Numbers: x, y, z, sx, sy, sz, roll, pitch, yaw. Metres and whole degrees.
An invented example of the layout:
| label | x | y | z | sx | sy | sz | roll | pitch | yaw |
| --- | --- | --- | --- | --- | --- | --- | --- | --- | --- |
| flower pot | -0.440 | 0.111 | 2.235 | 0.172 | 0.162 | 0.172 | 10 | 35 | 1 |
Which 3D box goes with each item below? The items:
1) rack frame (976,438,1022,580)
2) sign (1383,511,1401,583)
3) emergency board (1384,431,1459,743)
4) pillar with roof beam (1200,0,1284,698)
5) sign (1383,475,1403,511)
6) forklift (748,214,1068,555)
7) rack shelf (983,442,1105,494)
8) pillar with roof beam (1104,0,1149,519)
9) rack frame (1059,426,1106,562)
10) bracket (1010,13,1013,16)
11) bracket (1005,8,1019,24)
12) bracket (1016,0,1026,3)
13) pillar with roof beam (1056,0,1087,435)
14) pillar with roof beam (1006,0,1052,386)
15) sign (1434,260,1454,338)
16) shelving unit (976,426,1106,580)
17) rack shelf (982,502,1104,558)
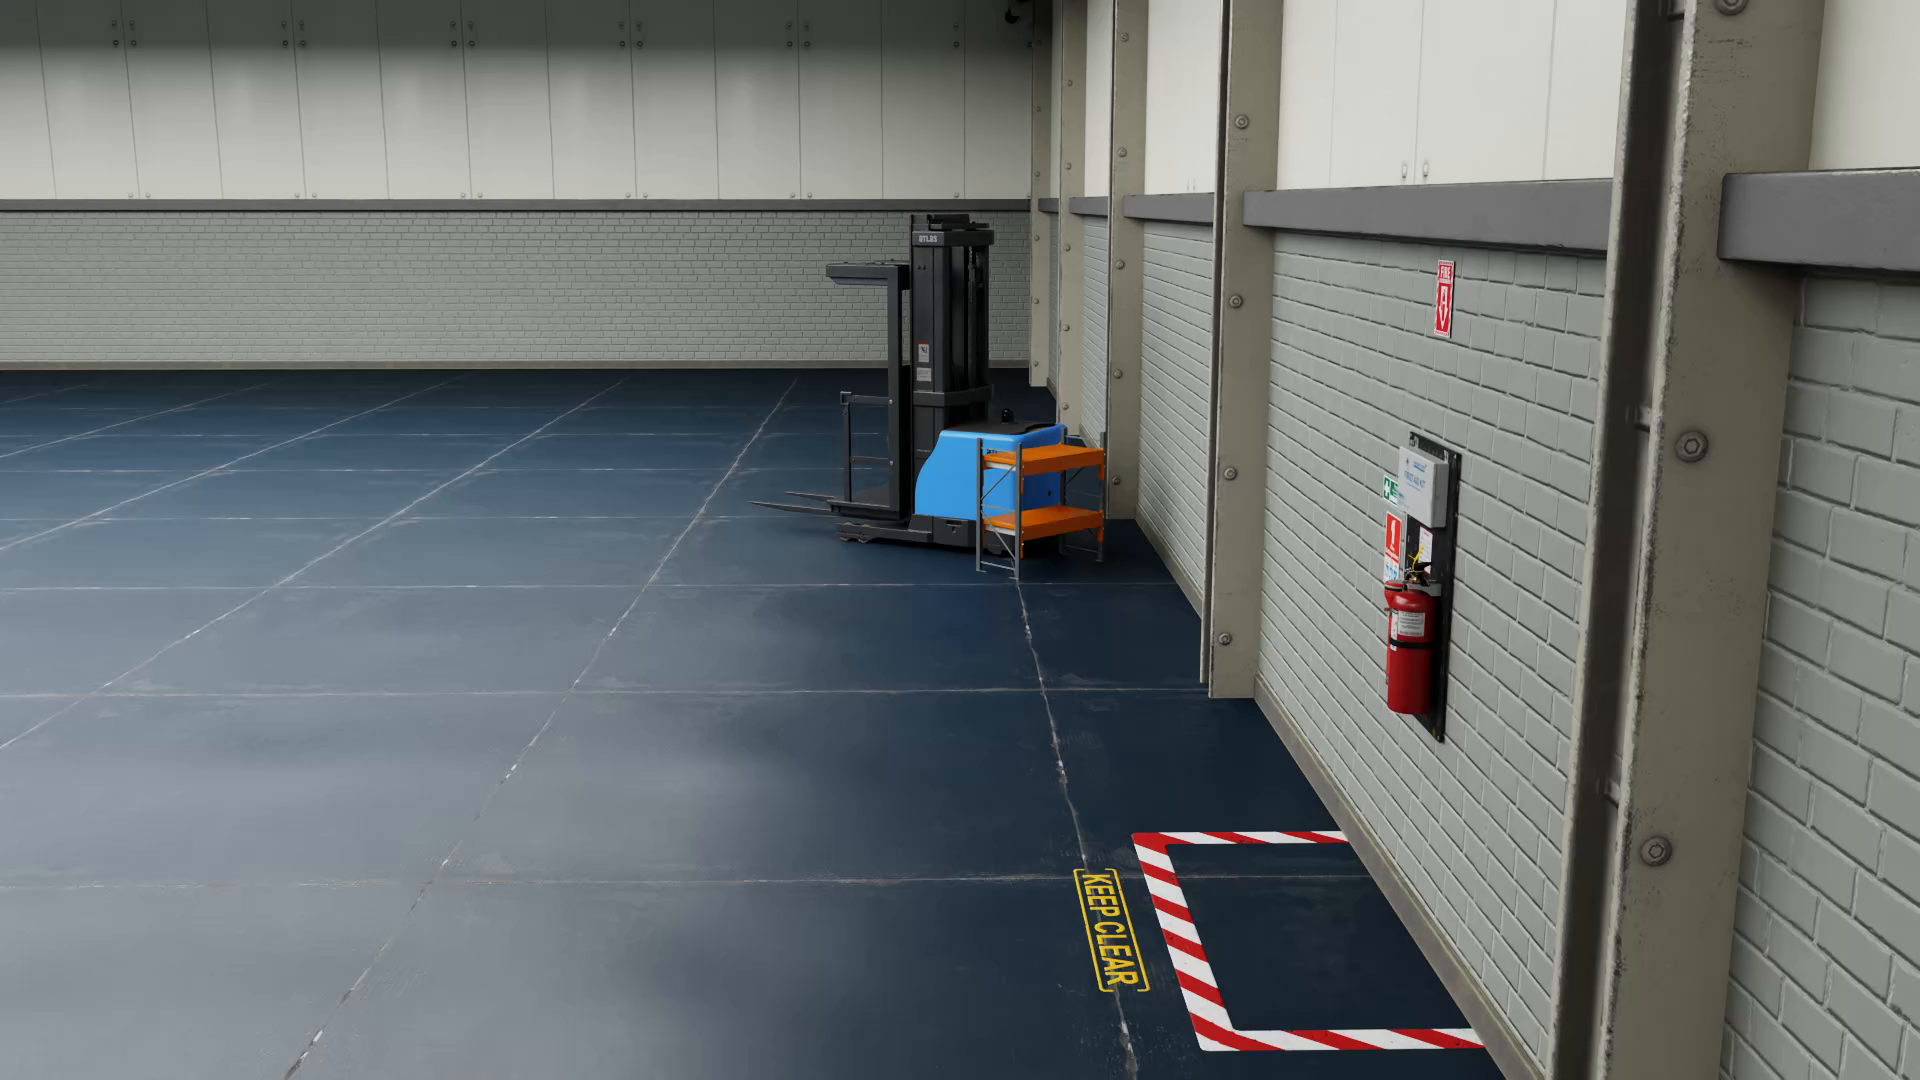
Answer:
| label | x | y | z | sx | sy | sz | roll | pitch | yaw |
| --- | --- | --- | --- | --- | --- | --- | --- | --- | --- |
| rack frame | 0.320 | -0.260 | 13.704 | 0.032 | 1.125 | 0.500 | -11 | 16 | -42 |
| sign | 1.914 | 0.051 | 7.366 | 0.001 | 0.329 | 0.234 | 0 | 11 | -1 |
| emergency board | 1.823 | 0.179 | 6.825 | 0.194 | 1.169 | 0.643 | 0 | 11 | -1 |
| pillar with roof beam | -2.592 | -3.445 | 9.598 | 9.100 | 9.000 | 0.400 | 0 | 11 | -1 |
| sign | 1.906 | -0.208 | 7.308 | 0.001 | 0.109 | 0.331 | 0 | 11 | -1 |
| forklift | -0.551 | -1.497 | 15.257 | 3.031 | 2.935 | 1.130 | 6 | 13 | 28 |
| rack shelf | 0.689 | -0.617 | 13.989 | 1.000 | 0.278 | 0.538 | -11 | 16 | -42 |
| pillar with roof beam | -2.716 | -4.638 | 15.477 | 9.100 | 9.000 | 0.400 | 0 | 11 | -1 |
| rack frame | 1.058 | -0.399 | 14.389 | 0.032 | 1.125 | 0.500 | -11 | 16 | -42 |
| bracket | 0.939 | -9.240 | 29.107 | 0.076 | 0.066 | 3.189 | 0 | 11 | -1 |
| bracket | 0.927 | -9.357 | 29.686 | 0.235 | 0.232 | 0.430 | 0 | 11 | -1 |
| bracket | 0.993 | -8.721 | 26.551 | 0.235 | 0.232 | 0.430 | 0 | 11 | -1 |
| pillar with roof beam | -2.840 | -5.830 | 21.356 | 9.100 | 9.000 | 0.400 | 0 | 11 | -1 |
| pillar with roof beam | -2.964 | -7.023 | 27.235 | 9.100 | 9.000 | 0.548 | 0 | 11 | -1 |
| sign | 1.922 | -0.959 | 6.605 | 0.001 | 0.298 | 0.199 | 0 | 11 | -1 |
| shelving unit | 0.689 | -0.330 | 14.047 | 1.048 | 1.125 | 0.538 | -11 | 16 | -42 |
| rack shelf | 0.689 | -0.090 | 14.095 | 1.000 | 0.278 | 0.538 | -11 | 16 | -42 |
